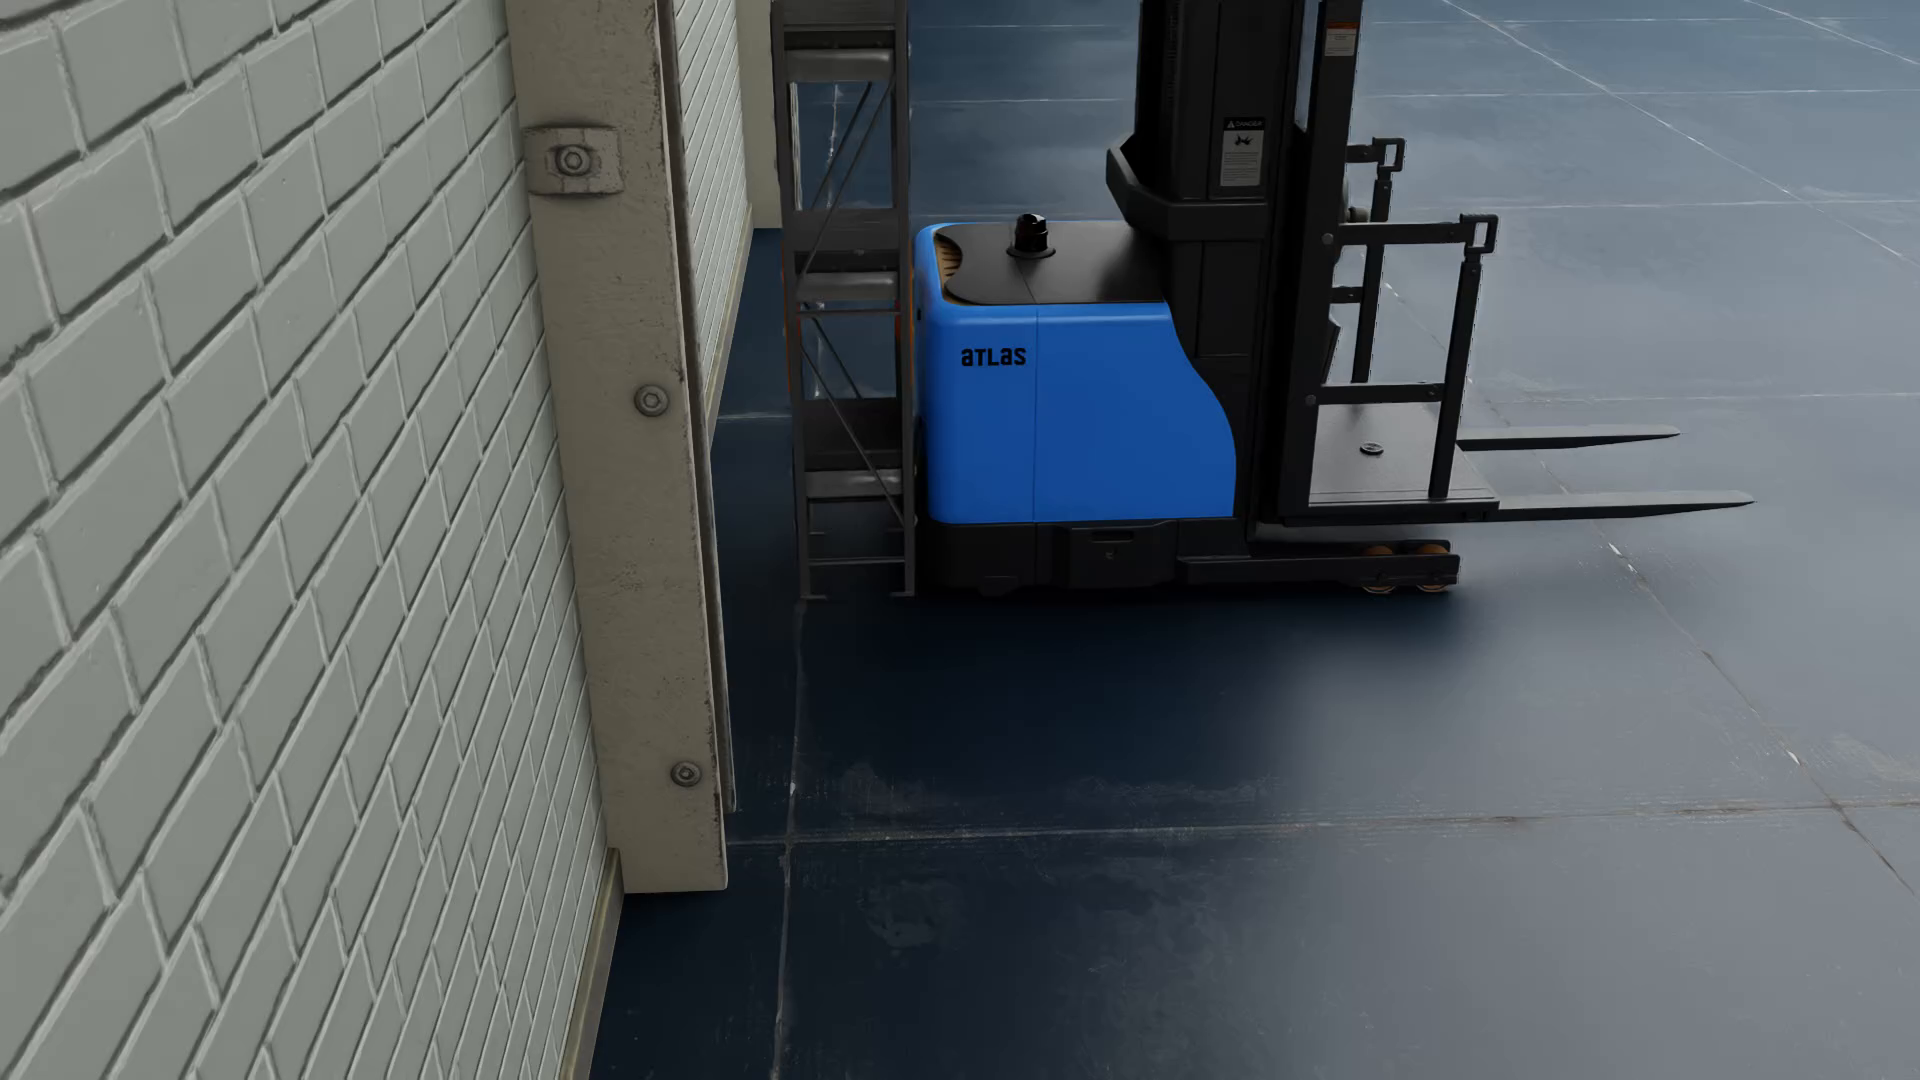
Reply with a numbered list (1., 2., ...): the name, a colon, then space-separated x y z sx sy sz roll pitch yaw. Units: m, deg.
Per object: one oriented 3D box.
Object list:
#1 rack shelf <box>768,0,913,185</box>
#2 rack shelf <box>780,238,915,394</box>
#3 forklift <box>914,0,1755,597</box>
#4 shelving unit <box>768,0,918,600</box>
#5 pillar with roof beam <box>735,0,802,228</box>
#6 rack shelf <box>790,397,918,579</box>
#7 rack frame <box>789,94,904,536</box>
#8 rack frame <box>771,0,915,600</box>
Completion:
1. rack shelf: -0.379 -1.451 5.276 0.431 0.518 0.480 -2 28 -4
2. rack shelf: -0.379 -0.830 5.600 0.431 0.518 0.480 -2 28 -4
3. forklift: 1.360 -1.353 5.674 3.031 2.935 1.130 -2 28 -3
4. shelving unit: -0.379 -0.842 5.594 0.431 2.100 0.503 -2 28 -4
5. pillar with roof beam: 3.196 -6.016 8.054 9.100 9.000 0.400 -1 28 -3
6. rack shelf: -0.379 -0.209 5.924 0.431 0.518 0.480 -2 28 -4
7. rack frame: -0.398 -0.954 5.809 0.400 2.100 0.015 -2 28 -4
8. rack frame: -0.360 -0.729 5.378 0.400 2.100 0.015 -2 28 -4
